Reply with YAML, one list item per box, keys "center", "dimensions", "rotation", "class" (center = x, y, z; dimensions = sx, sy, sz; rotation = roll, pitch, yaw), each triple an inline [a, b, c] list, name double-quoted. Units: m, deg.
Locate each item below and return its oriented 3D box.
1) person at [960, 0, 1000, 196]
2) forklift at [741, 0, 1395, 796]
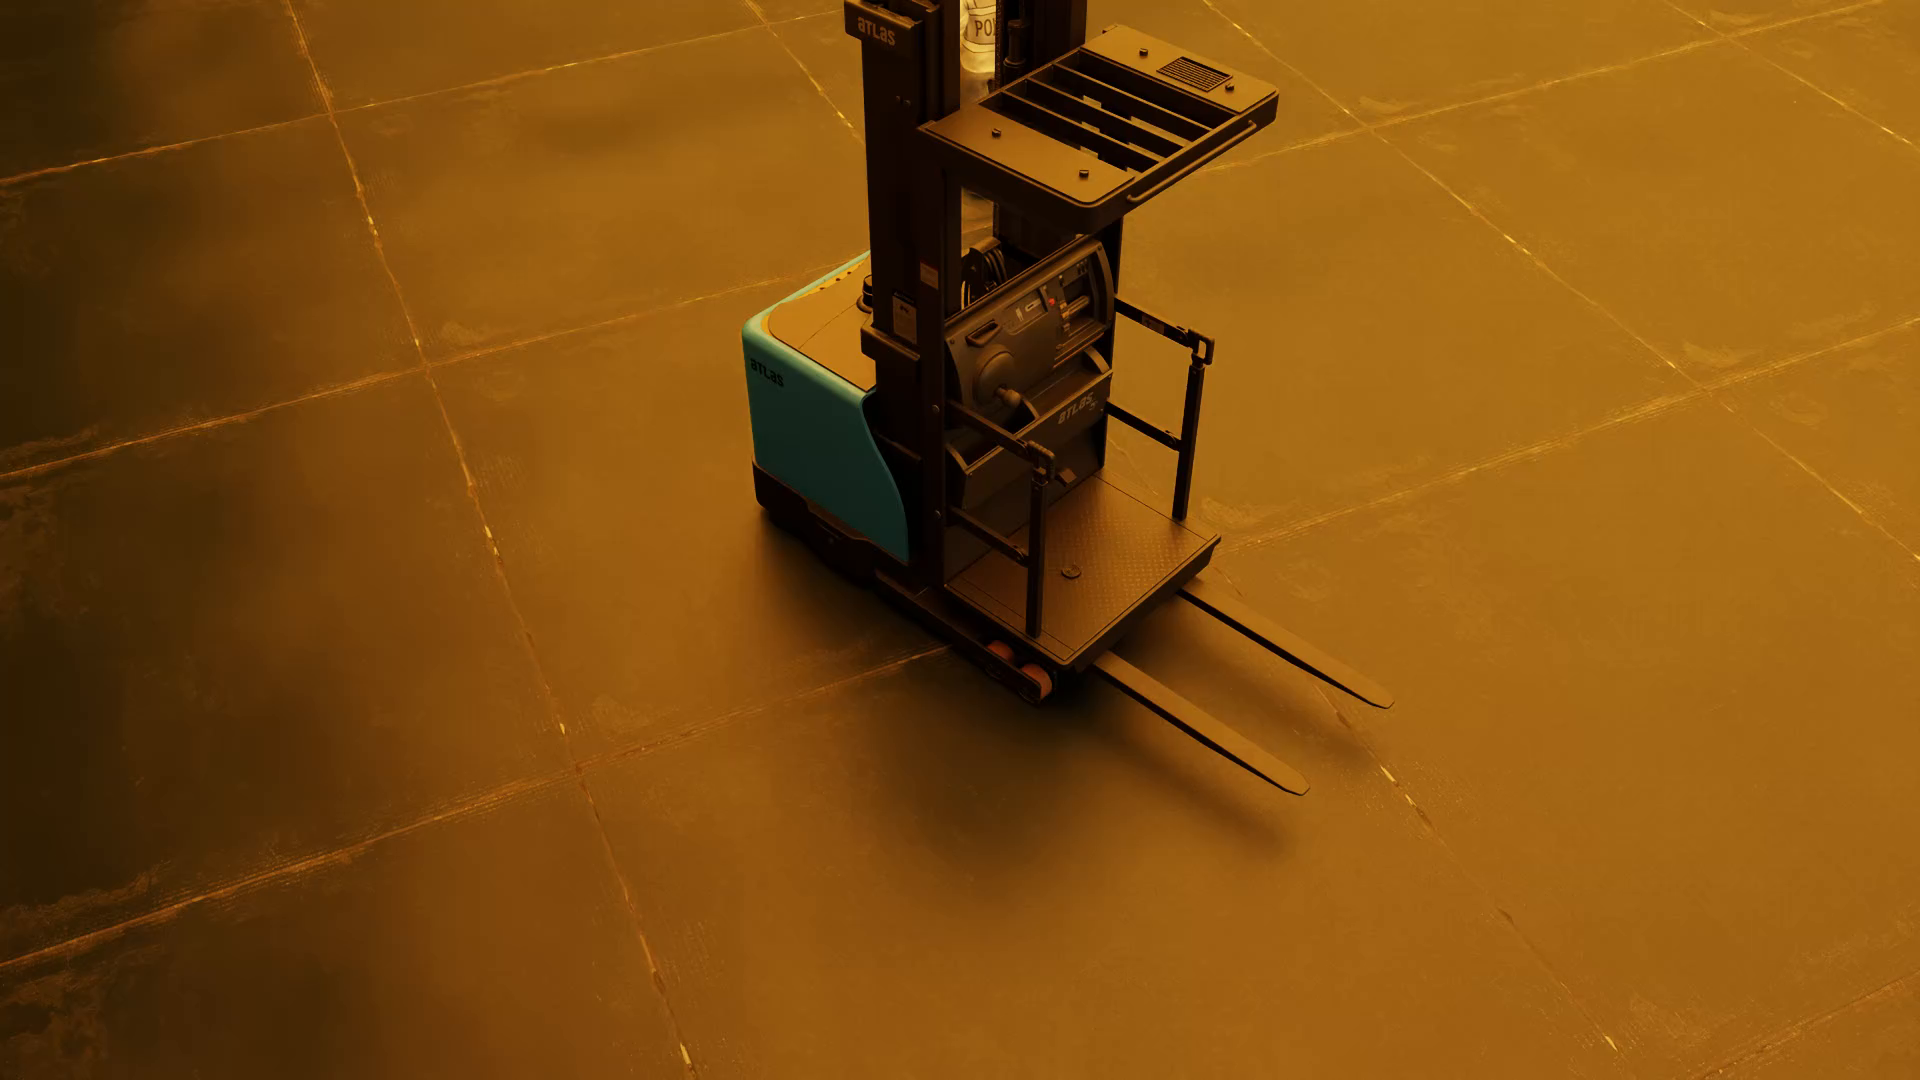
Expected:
- center: [0.118, -2.764, 9.538]
  dimensions: [0.588, 1.694, 0.530]
  rotation: [-16, 45, -16]
  class: "person"
- center: [0.445, -0.788, 6.525]
  dimensions: [3.031, 2.935, 1.130]
  rotation: [32, 52, 30]
  class: "forklift"
